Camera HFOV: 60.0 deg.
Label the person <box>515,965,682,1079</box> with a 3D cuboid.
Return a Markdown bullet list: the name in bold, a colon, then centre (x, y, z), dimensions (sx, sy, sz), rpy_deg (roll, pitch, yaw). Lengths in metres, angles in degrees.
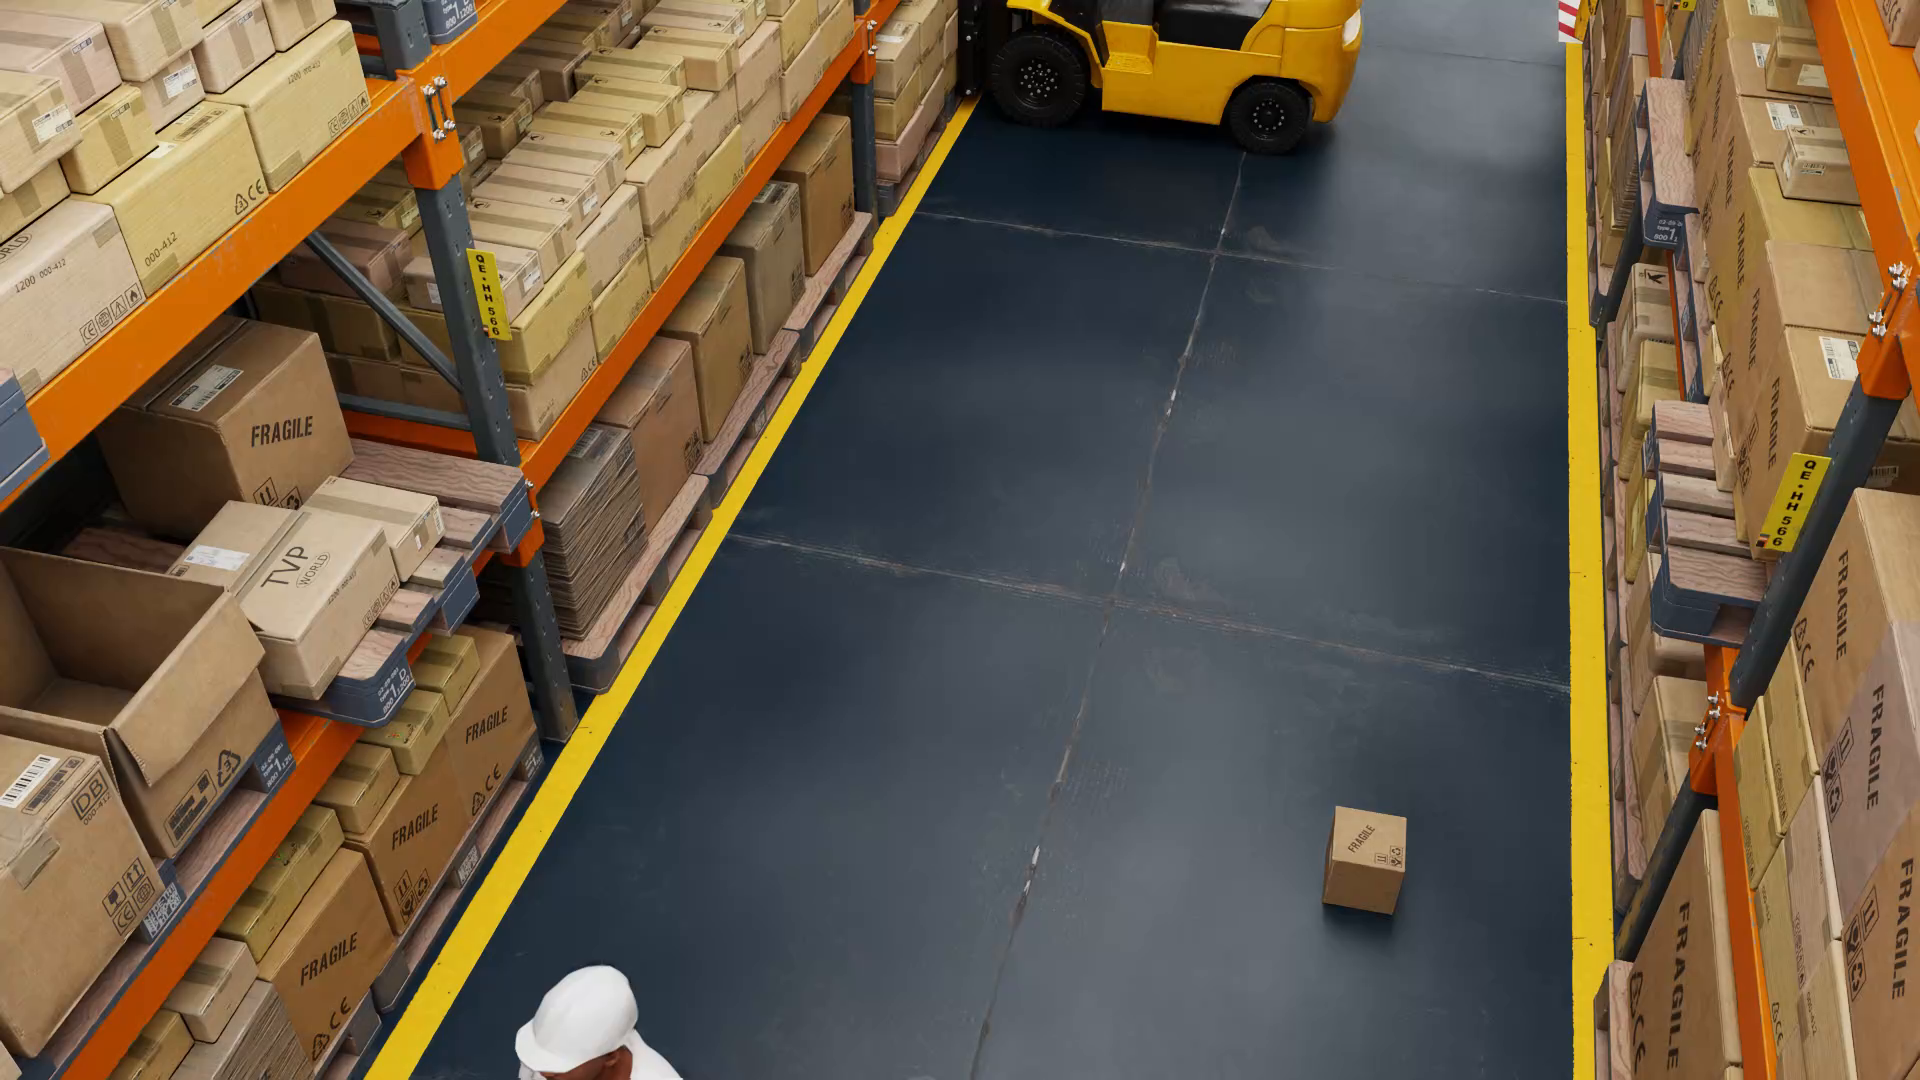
- **person**: centre (-0.932, 1.701, 4.174), dimensions (1.008, 1.718, 0.587), rpy_deg (-31, 50, -31)
